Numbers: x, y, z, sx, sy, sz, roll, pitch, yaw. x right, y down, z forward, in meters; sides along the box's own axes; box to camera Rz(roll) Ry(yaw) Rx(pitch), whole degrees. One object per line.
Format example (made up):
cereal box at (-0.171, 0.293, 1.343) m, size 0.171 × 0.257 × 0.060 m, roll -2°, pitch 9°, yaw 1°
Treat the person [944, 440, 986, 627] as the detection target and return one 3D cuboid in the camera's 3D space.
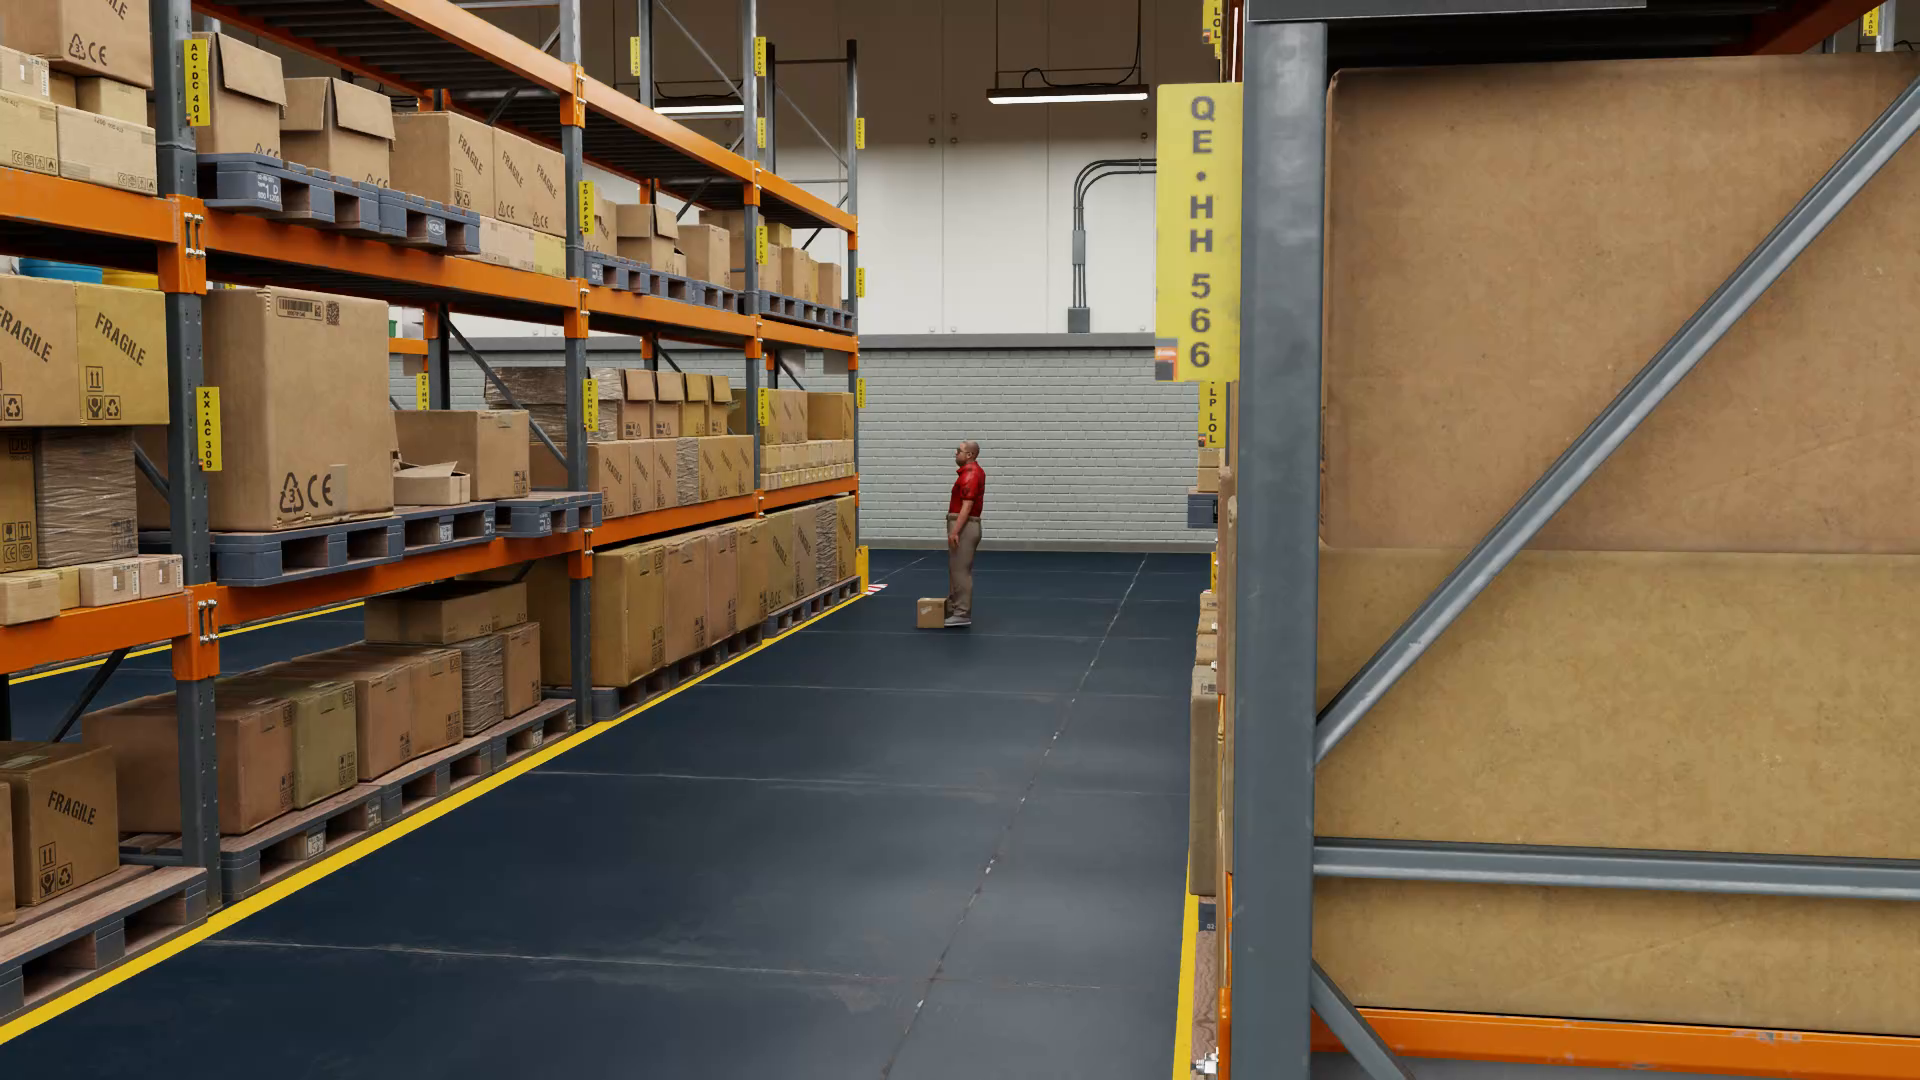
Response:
person at (-0.053, -0.065, 15.460) m, size 0.550 × 1.728 × 0.642 m, roll 1°, pitch 4°, yaw 9°
